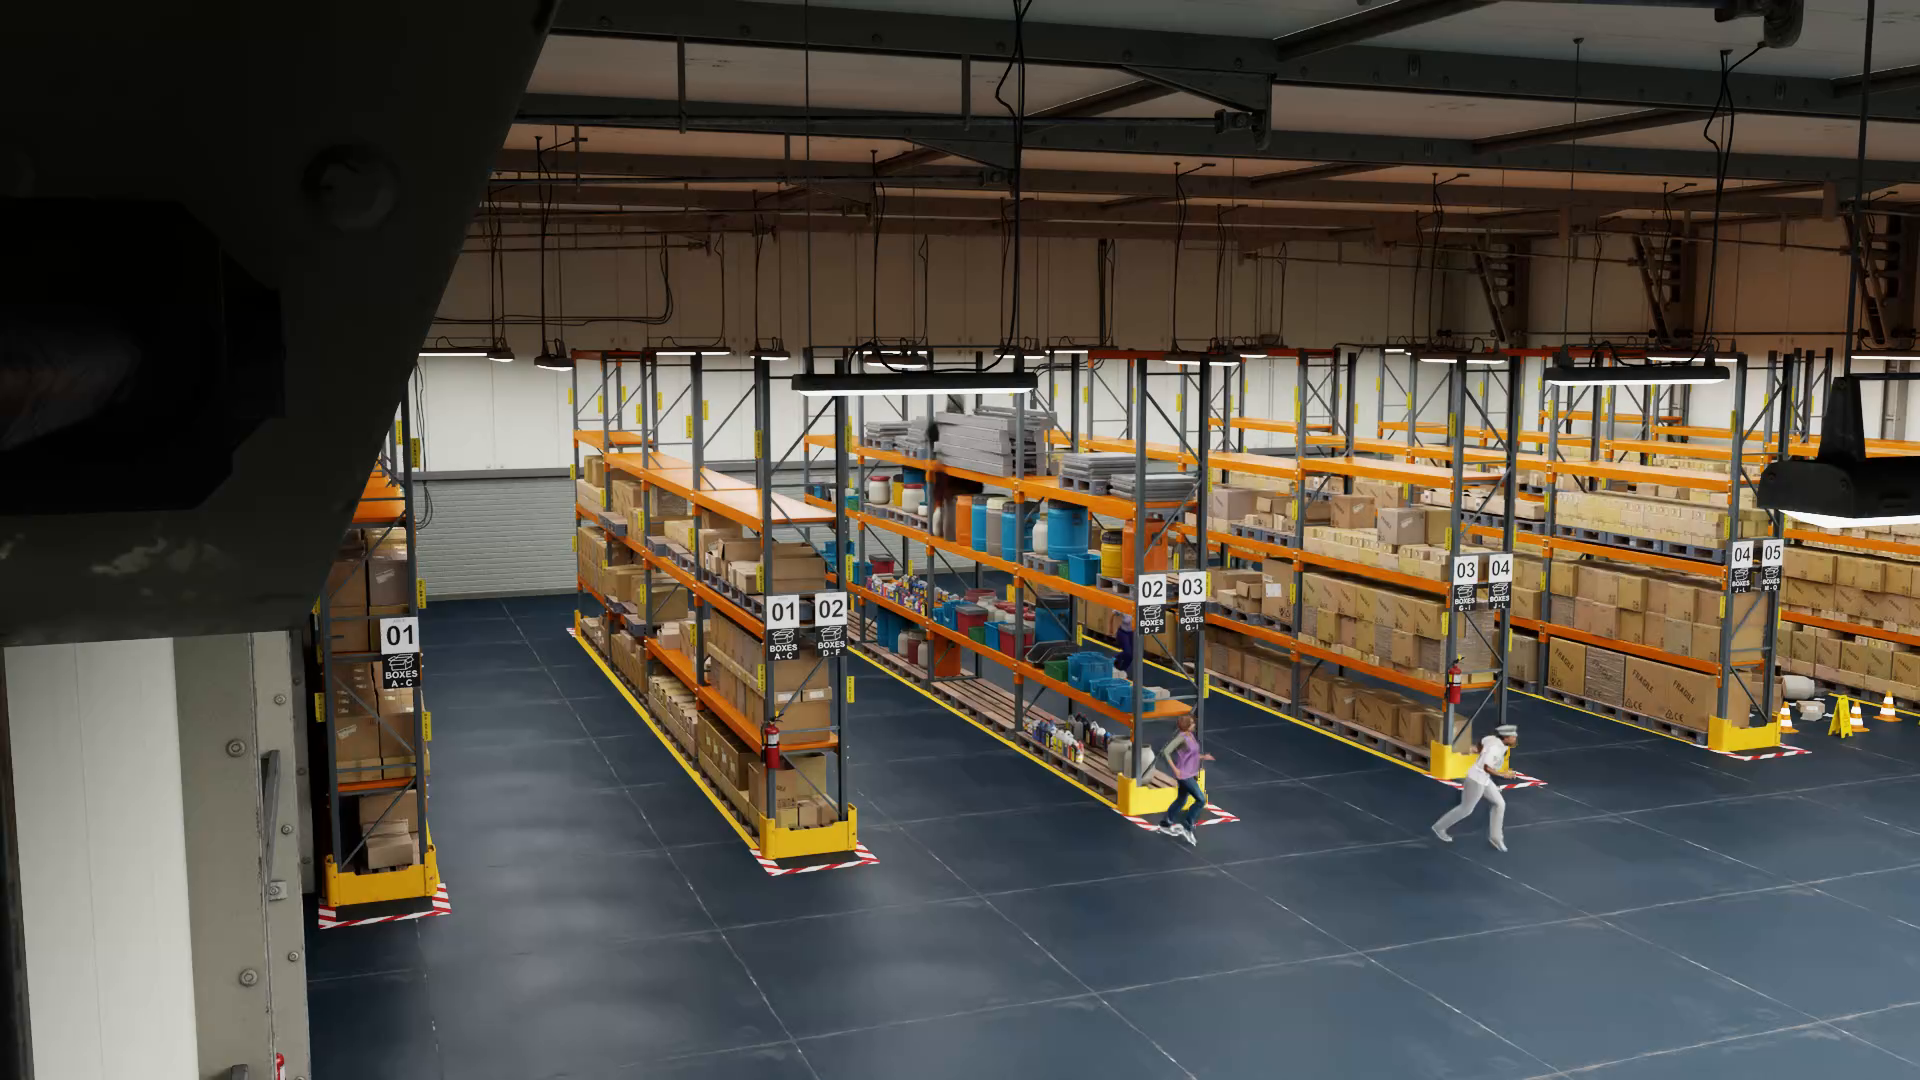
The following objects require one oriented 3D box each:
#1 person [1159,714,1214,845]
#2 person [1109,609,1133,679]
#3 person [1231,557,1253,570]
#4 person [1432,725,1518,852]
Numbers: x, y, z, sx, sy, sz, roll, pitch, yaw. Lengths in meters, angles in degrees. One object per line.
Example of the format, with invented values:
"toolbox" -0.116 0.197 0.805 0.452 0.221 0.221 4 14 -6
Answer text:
"person" 2.816 2.973 20.704 0.688 1.623 0.505 2 7 17
"person" 3.105 1.789 30.449 0.592 1.563 0.642 -4 8 -29
"person" 7.073 0.378 41.516 0.618 1.654 0.674 7 10 42
"person" 6.346 3.038 20.506 0.981 1.624 0.619 3 8 21
